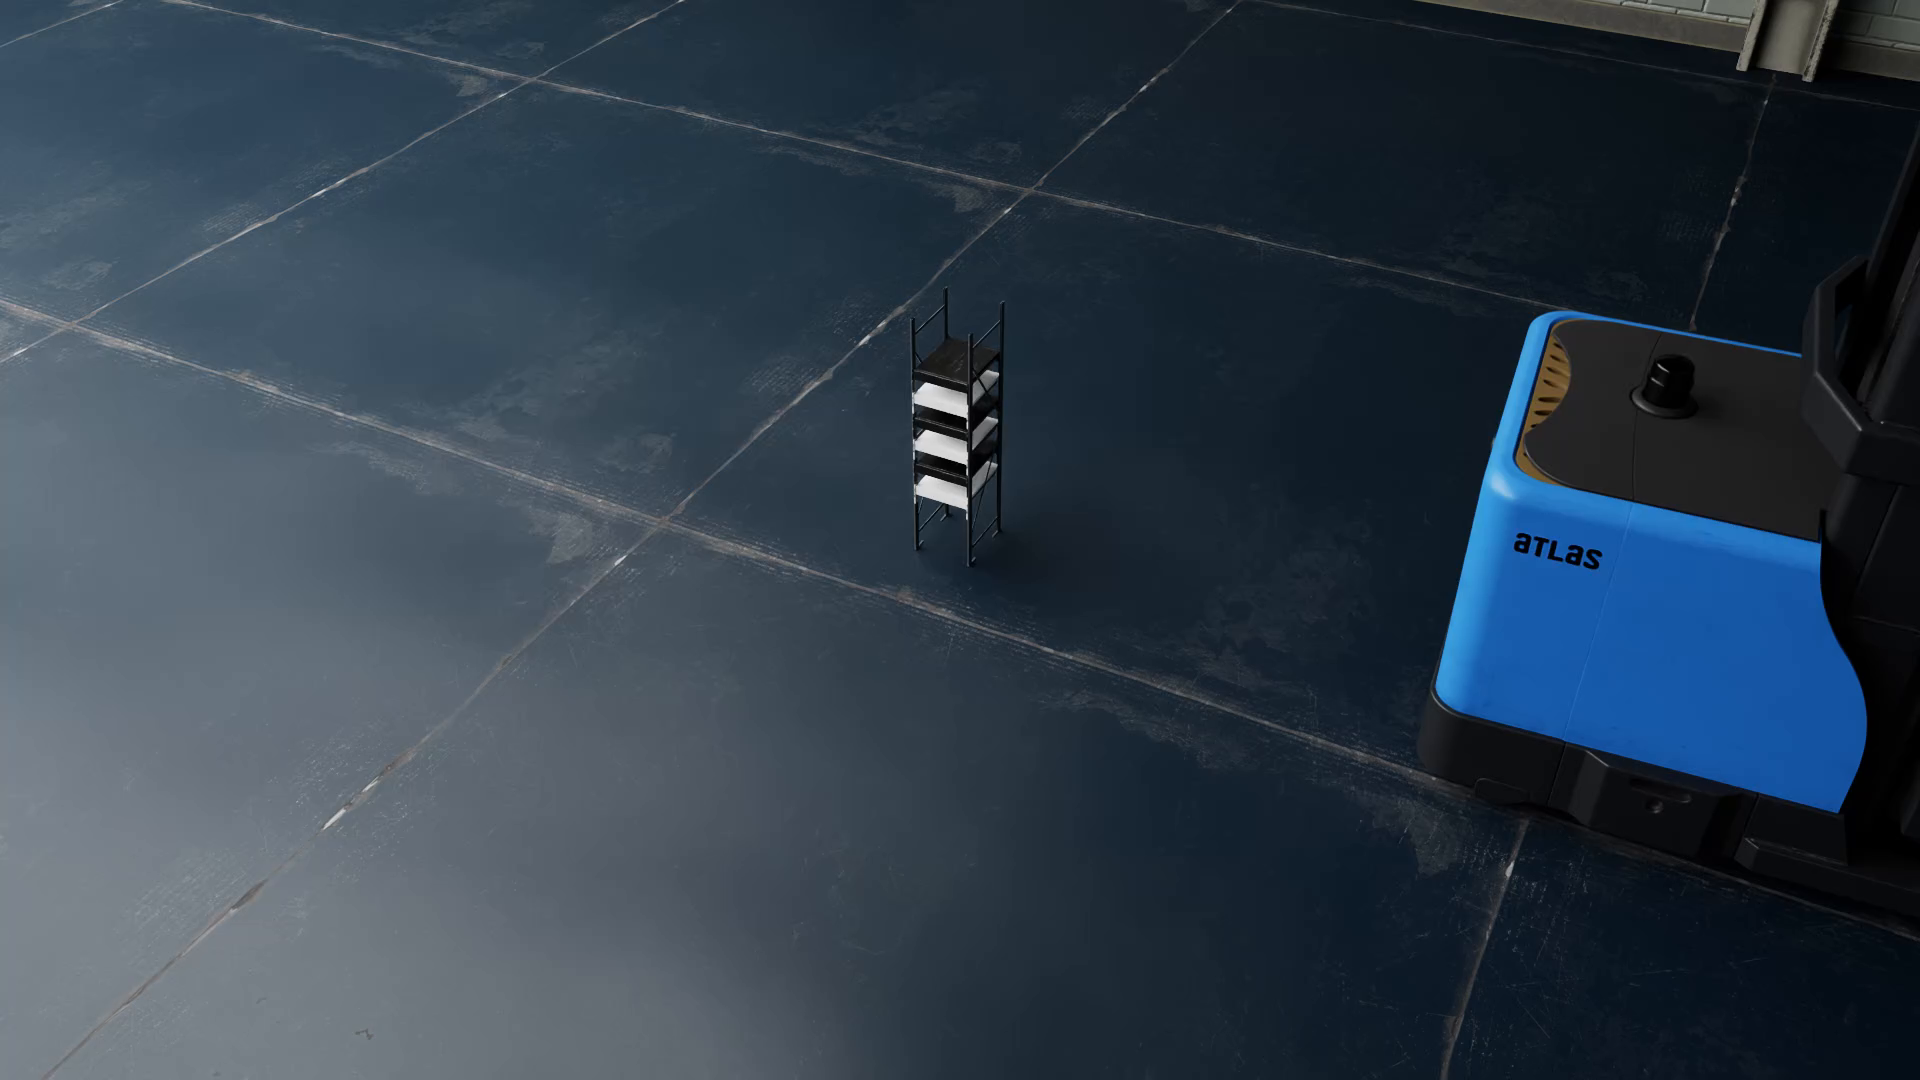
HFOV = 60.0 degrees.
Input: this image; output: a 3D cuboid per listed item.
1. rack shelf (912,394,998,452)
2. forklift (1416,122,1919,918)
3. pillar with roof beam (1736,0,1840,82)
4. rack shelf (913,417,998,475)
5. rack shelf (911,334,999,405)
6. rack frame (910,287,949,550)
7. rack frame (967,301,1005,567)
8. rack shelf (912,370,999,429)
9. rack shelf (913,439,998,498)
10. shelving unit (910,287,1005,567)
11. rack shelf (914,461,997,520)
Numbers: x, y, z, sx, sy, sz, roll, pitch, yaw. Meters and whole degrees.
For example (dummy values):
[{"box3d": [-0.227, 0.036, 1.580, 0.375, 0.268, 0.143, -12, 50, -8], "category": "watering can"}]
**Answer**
[{"box3d": [-0.007, -0.406, 5.447, 0.200, 0.077, 0.258, 17, 41, 21], "category": "rack shelf"}, {"box3d": [2.889, -0.388, 3.837, 3.031, 2.935, 1.130, 14, 40, 18], "category": "forklift"}, {"box3d": [2.545, -3.894, 3.437, 0.400, 9.000, 9.100, 17, 41, 21], "category": "pillar with roof beam"}, {"box3d": [-0.007, -0.334, 5.501, 0.200, 0.077, 0.258, 17, 41, 21], "category": "rack shelf"}, {"box3d": [-0.007, -0.549, 5.338, 0.200, 0.077, 0.258, 17, 41, 21], "category": "rack shelf"}, {"box3d": [-0.097, -0.389, 5.518, 0.006, 0.900, 0.240, 17, 41, 21], "category": "rack frame"}, {"box3d": [0.083, -0.332, 5.444, 0.006, 0.900, 0.240, 17, 41, 21], "category": "rack frame"}, {"box3d": [-0.007, -0.478, 5.392, 0.200, 0.077, 0.258, 17, 41, 21], "category": "rack shelf"}, {"box3d": [-0.007, -0.262, 5.555, 0.200, 0.077, 0.258, 17, 41, 21], "category": "rack shelf"}, {"box3d": [-0.007, -0.361, 5.481, 0.210, 0.900, 0.258, 17, 41, 21], "category": "shelving unit"}, {"box3d": [-0.007, -0.191, 5.610, 0.200, 0.077, 0.258, 17, 41, 21], "category": "rack shelf"}]
